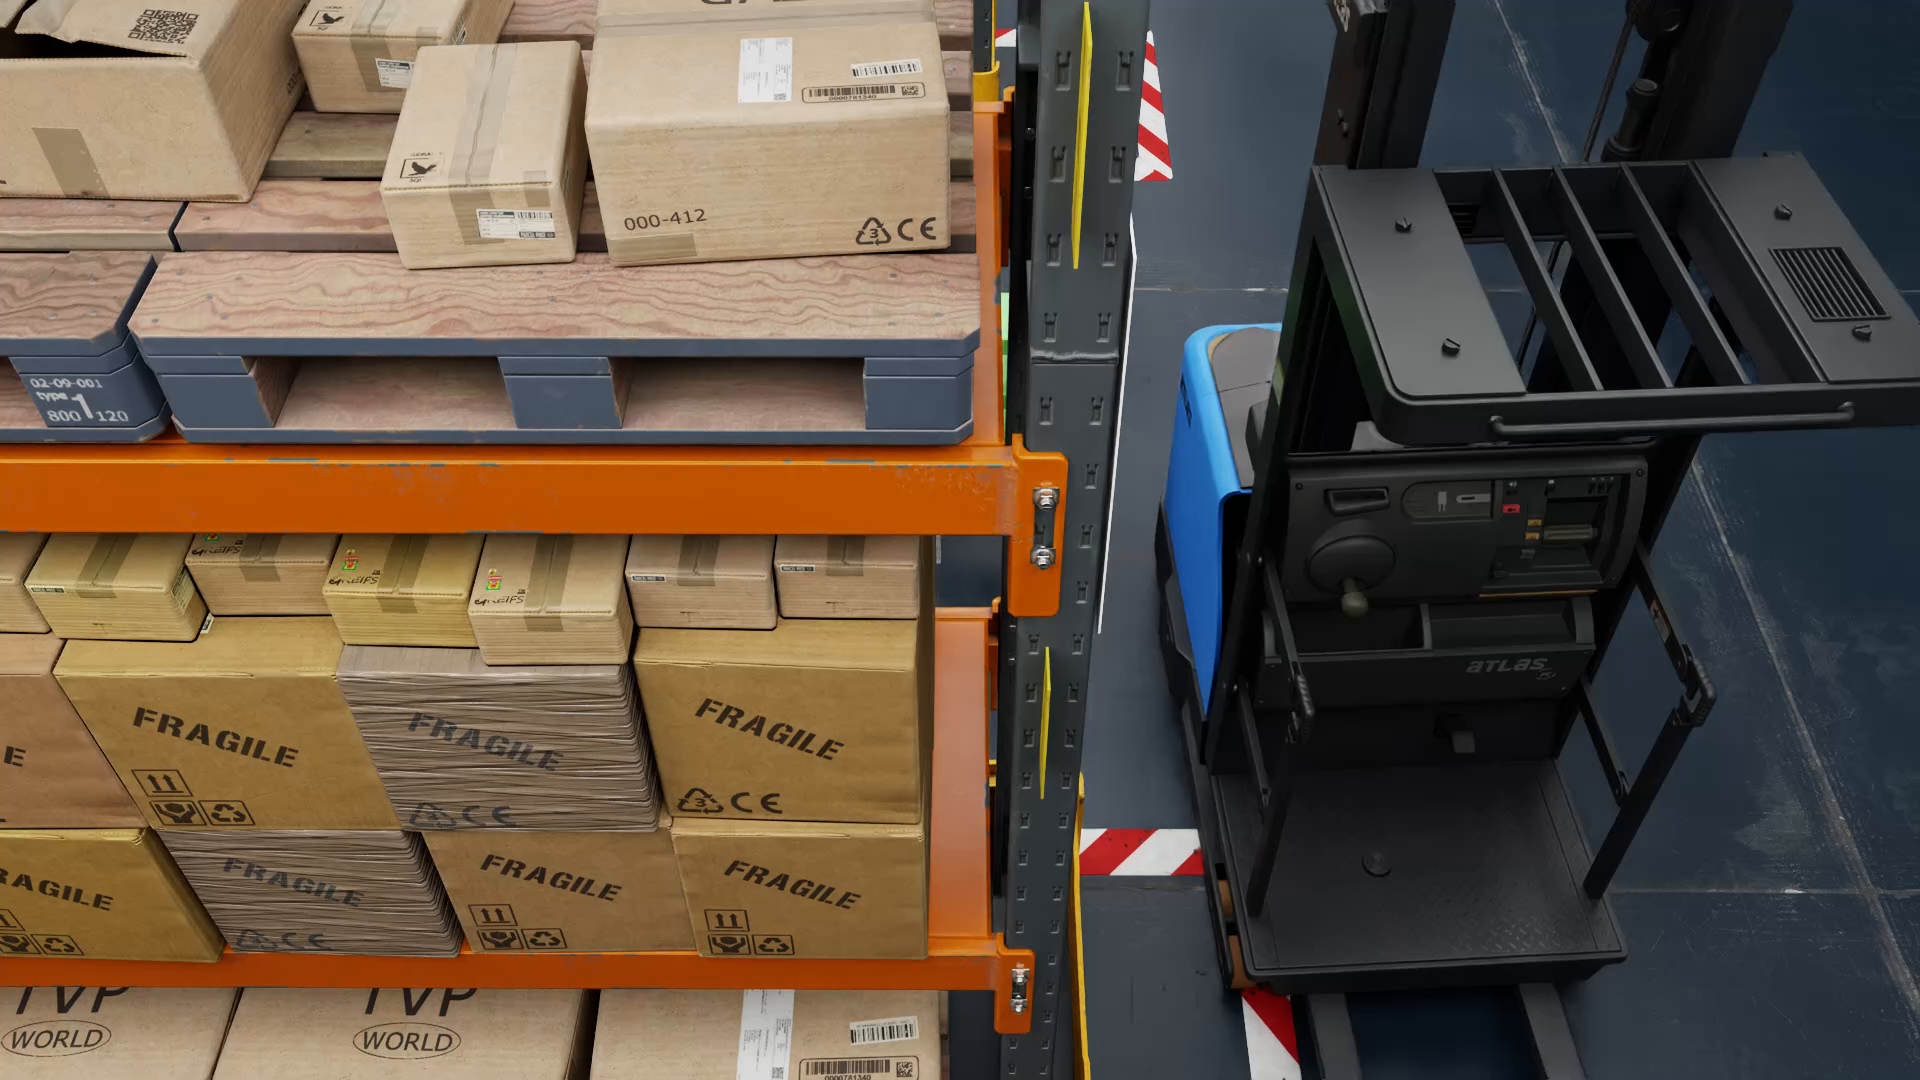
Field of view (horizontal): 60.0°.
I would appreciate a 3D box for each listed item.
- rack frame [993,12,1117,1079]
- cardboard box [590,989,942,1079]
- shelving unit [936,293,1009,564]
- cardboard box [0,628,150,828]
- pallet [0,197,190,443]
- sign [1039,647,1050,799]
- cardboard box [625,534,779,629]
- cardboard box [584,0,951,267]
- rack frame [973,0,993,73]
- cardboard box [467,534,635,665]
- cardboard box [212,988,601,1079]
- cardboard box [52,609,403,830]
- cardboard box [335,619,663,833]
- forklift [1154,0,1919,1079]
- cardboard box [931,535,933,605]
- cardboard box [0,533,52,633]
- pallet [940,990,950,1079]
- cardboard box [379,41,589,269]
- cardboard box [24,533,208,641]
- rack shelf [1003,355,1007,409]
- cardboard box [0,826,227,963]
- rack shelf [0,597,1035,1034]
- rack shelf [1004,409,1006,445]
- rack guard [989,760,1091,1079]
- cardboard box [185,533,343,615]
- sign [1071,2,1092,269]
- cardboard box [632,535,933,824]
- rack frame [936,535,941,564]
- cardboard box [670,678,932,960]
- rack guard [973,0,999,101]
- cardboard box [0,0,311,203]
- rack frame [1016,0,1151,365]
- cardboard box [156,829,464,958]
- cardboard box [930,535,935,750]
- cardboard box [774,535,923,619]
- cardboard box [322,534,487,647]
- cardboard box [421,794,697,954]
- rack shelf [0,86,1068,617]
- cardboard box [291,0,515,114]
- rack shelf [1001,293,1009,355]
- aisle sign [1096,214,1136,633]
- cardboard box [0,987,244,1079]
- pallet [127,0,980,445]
[{"bbox_3d":[0.166,0.404,3.825,0.127,3.000,1.000,0,47,0],"label":"rack frame"},{"bbox_3d":[-0.495,1.205,4.542,0.875,0.438,0.875,-1,47,-1],"label":"cardboard box"},{"bbox_3d":[0.166,-0.408,5.810,0.503,1.200,0.258,0,47,0],"label":"shelving unit"},{"bbox_3d":[-1.837,0.216,3.248,0.500,0.500,0.500,0,47,0],"label":"cardboard box"},{"bbox_3d":[-1.799,-0.583,2.755,1.213,0.211,1.003,0,47,0],"label":"pallet"},{"bbox_3d":[0.150,0.326,2.944,0.005,0.325,0.100,0,47,0],"label":"sign"},{"bbox_3d":[-0.448,-0.029,3.033,0.250,0.149,0.380,1,47,1],"label":"cardboard box"},{"bbox_3d":[-0.285,-0.679,2.531,0.500,0.250,0.500,-4,47,-3],"label":"cardboard box"},{"bbox_3d":[0.083,-3.220,7.198,0.127,3.000,1.000,0,47,0],"label":"rack frame"},{"bbox_3d":[-0.706,0.032,2.977,0.250,0.149,0.380,0,47,0],"label":"cardboard box"},{"bbox_3d":[-1.410,1.209,4.539,0.875,0.438,0.875,1,47,1],"label":"cardboard box"},{"bbox_3d":[-1.335,0.219,3.246,0.500,0.500,0.500,0,47,0],"label":"cardboard box"},{"bbox_3d":[-0.840,0.222,3.242,0.500,0.500,0.500,0,47,0],"label":"cardboard box"},{"bbox_3d":[1.318,0.090,4.164,1.130,2.935,3.031,-2,47,-2],"label":"forklift"},{"bbox_3d":[-0.313,-0.180,3.617,0.500,0.500,0.500,-1,47,-1],"label":"cardboard box"},{"bbox_3d":[-1.733,-0.024,3.028,0.250,0.149,0.380,2,47,1],"label":"cardboard box"},{"bbox_3d":[-0.634,1.409,4.794,1.213,0.211,1.003,0,47,0],"label":"pallet"},{"bbox_3d":[-0.704,-0.587,2.515,0.250,0.149,0.380,-3,47,-3],"label":"cardboard box"},{"bbox_3d":[-1.470,-0.009,3.015,0.250,0.149,0.380,1,47,1],"label":"cardboard box"},{"bbox_3d":[0.166,-0.528,5.681,0.480,0.148,0.258,0,47,0],"label":"rack shelf"},{"bbox_3d":[-1.850,0.564,3.608,0.500,0.500,0.500,1,47,1],"label":"cardboard box"},{"bbox_3d":[-1.834,0.644,4.093,4.000,0.370,1.077,0,47,0],"label":"rack shelf"},{"bbox_3d":[0.166,-0.365,5.857,0.480,0.148,0.258,0,47,0],"label":"rack shelf"},{"bbox_3d":[0.190,1.256,4.740,0.348,0.500,1.175,0,47,0],"label":"rack guard"},{"bbox_3d":[-1.219,-0.052,3.054,0.250,0.149,0.380,0,47,0],"label":"cardboard box"},{"bbox_3d":[0.150,-0.495,2.062,0.005,0.325,0.100,0,47,0],"label":"sign"},{"bbox_3d":[-0.317,0.202,3.261,0.500,0.500,0.500,2,47,1],"label":"cardboard box"},{"bbox_3d":[-0.078,-0.409,5.811,0.015,1.200,0.240,0,47,0],"label":"rack frame"},{"bbox_3d":[-0.318,0.562,3.609,0.500,0.500,0.500,0,47,0],"label":"cardboard box"},{"bbox_3d":[0.007,-2.368,8.113,0.348,0.500,1.175,0,47,0],"label":"rack guard"},{"bbox_3d":[-1.331,-0.805,2.607,0.500,0.311,0.500,1,47,1],"label":"cardboard box"},{"bbox_3d":[0.166,-1.640,1.629,0.127,3.000,1.000,0,47,0],"label":"rack frame"},{"bbox_3d":[-1.334,0.556,3.615,0.500,0.500,0.500,1,47,1],"label":"cardboard box"},{"bbox_3d":[-0.313,0.159,3.985,0.500,0.500,0.500,0,47,0],"label":"cardboard box"},{"bbox_3d":[-0.194,-0.046,3.049,0.250,0.149,0.380,1,47,1],"label":"cardboard box"},{"bbox_3d":[-0.958,0.001,3.005,0.250,0.149,0.380,1,47,1],"label":"cardboard box"},{"bbox_3d":[-0.820,0.550,3.621,0.500,0.500,0.500,-1,47,-1],"label":"cardboard box"},{"bbox_3d":[-1.834,-0.378,2.995,4.000,0.370,1.077,0,47,0],"label":"rack shelf"},{"bbox_3d":[-0.922,-0.881,2.788,0.250,0.149,0.380,2,47,2],"label":"cardboard box"},{"bbox_3d":[0.166,-0.692,5.506,0.480,0.148,0.258,0,47,0],"label":"rack shelf"},{"bbox_3d":[0.236,-0.255,2.662,0.004,0.787,0.394,0,47,0],"label":"aisle sign"},{"bbox_3d":[-2.312,1.205,4.542,0.875,0.438,0.875,-1,47,-1],"label":"cardboard box"},{"bbox_3d":[-0.576,-0.582,2.754,1.213,0.211,1.003,0,47,0],"label":"pallet"}]
